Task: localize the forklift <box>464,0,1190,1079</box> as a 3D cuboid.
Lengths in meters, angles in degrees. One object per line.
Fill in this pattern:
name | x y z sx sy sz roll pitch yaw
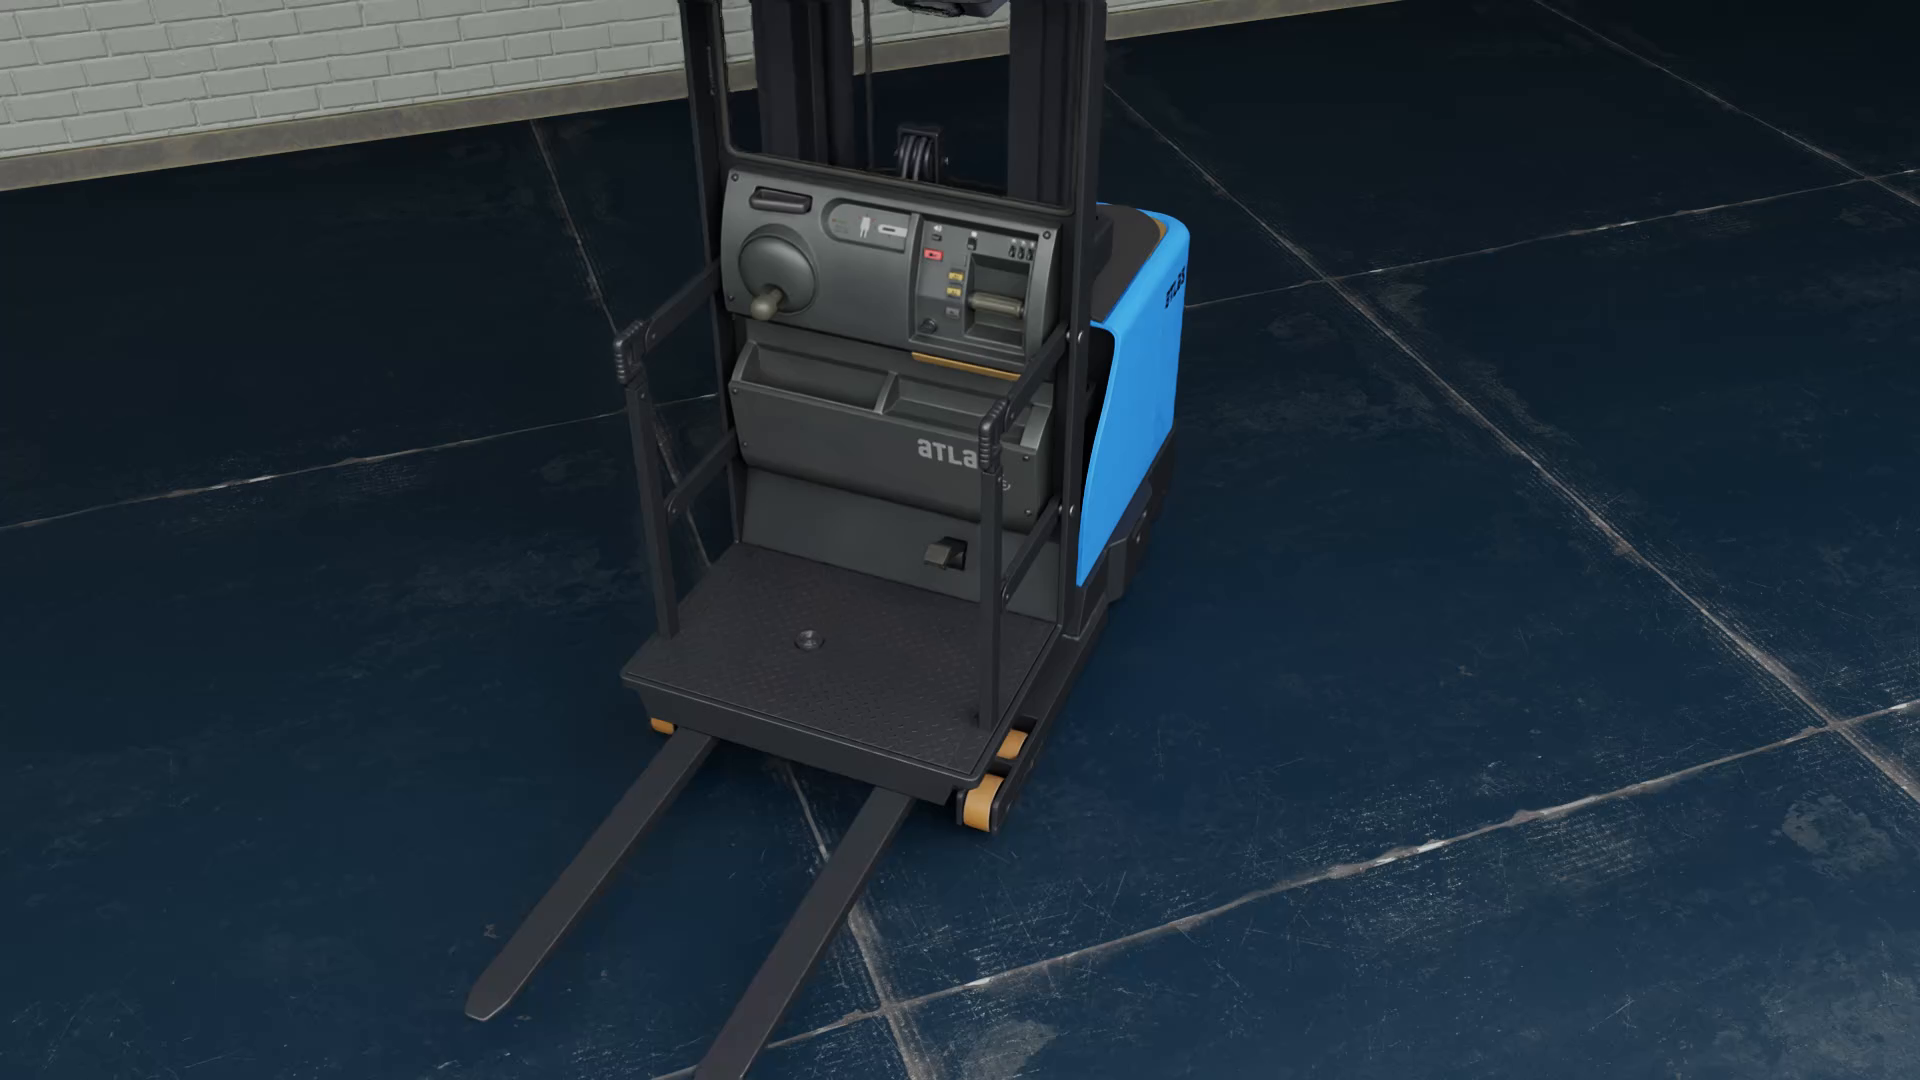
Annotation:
forklift | -0.278 -0.646 4.171 1.130 2.935 3.031 14 39 18
